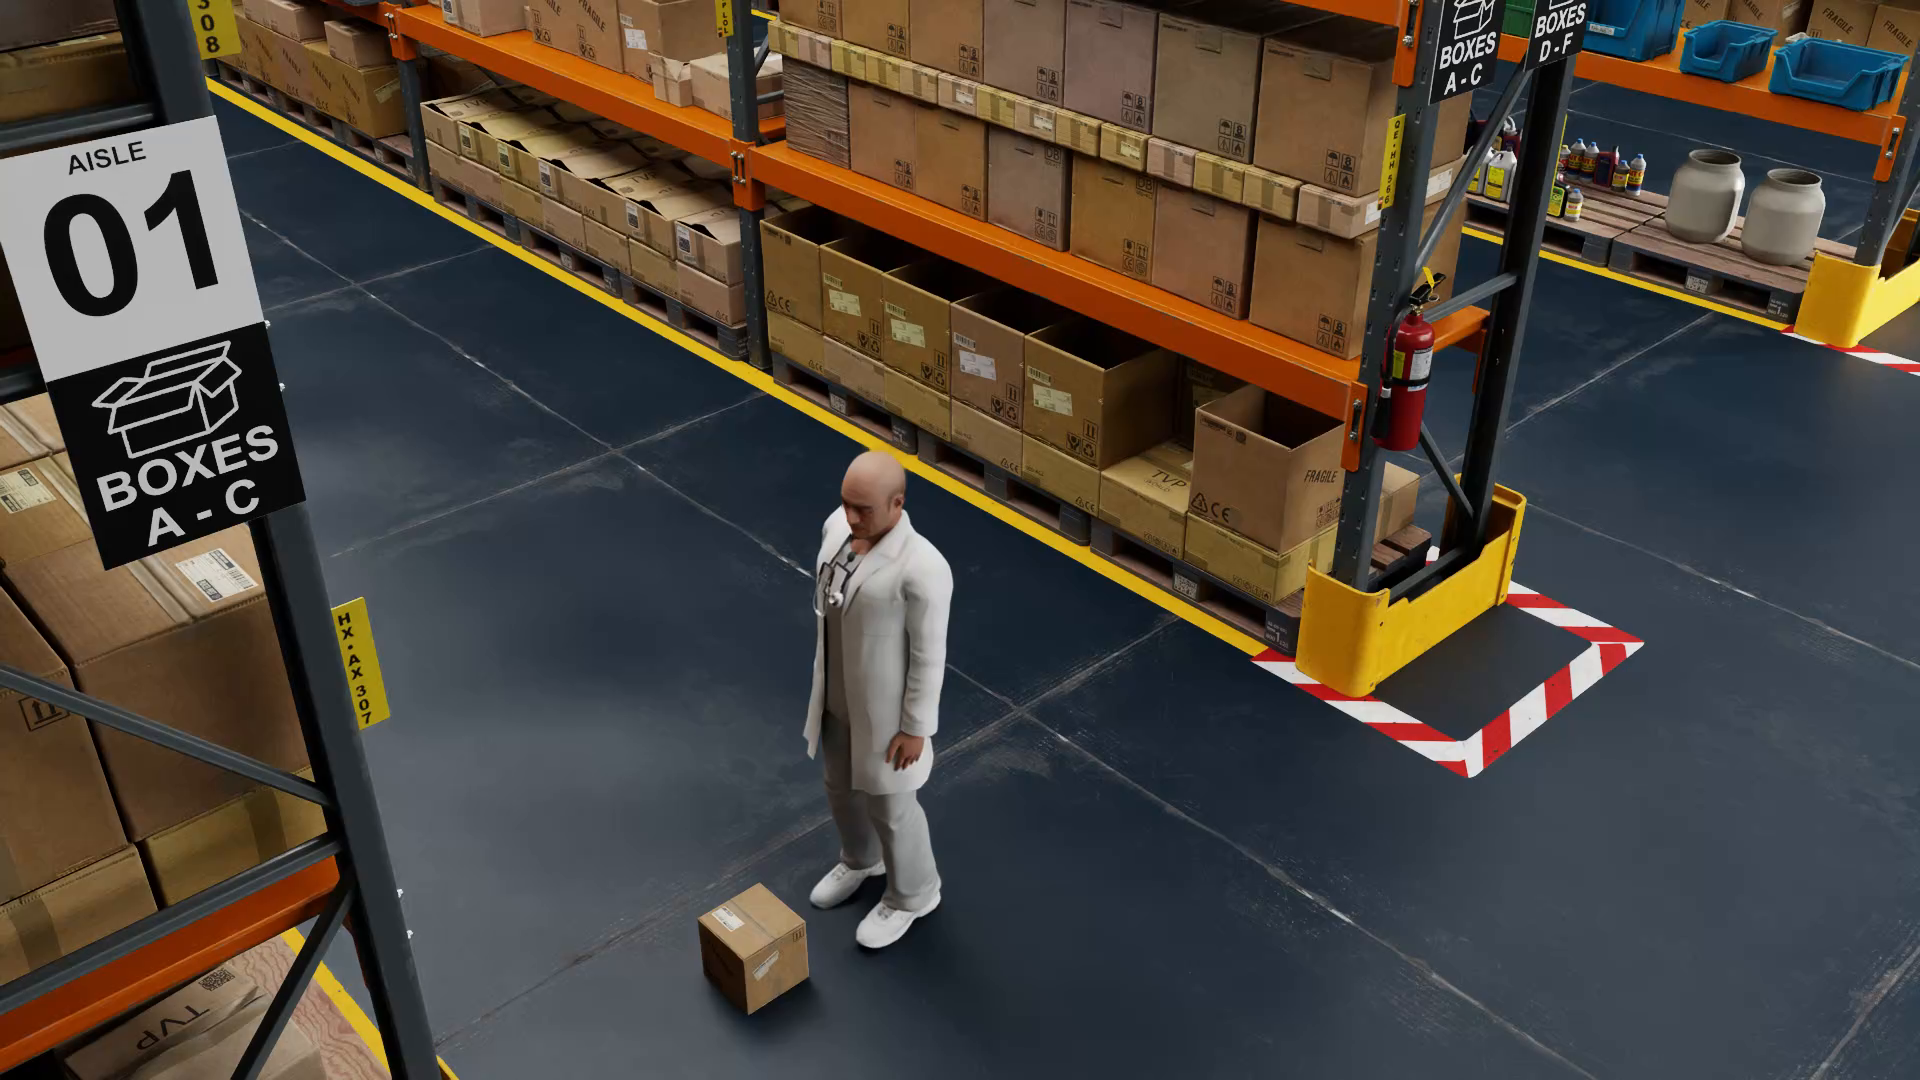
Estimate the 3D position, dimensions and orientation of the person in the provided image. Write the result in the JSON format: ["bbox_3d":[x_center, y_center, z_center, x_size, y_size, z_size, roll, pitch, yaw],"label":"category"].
[{"bbox_3d":[-0.274,0.518,5.312,0.384,1.782,0.562,-25,39,-35],"label":"person"}]
